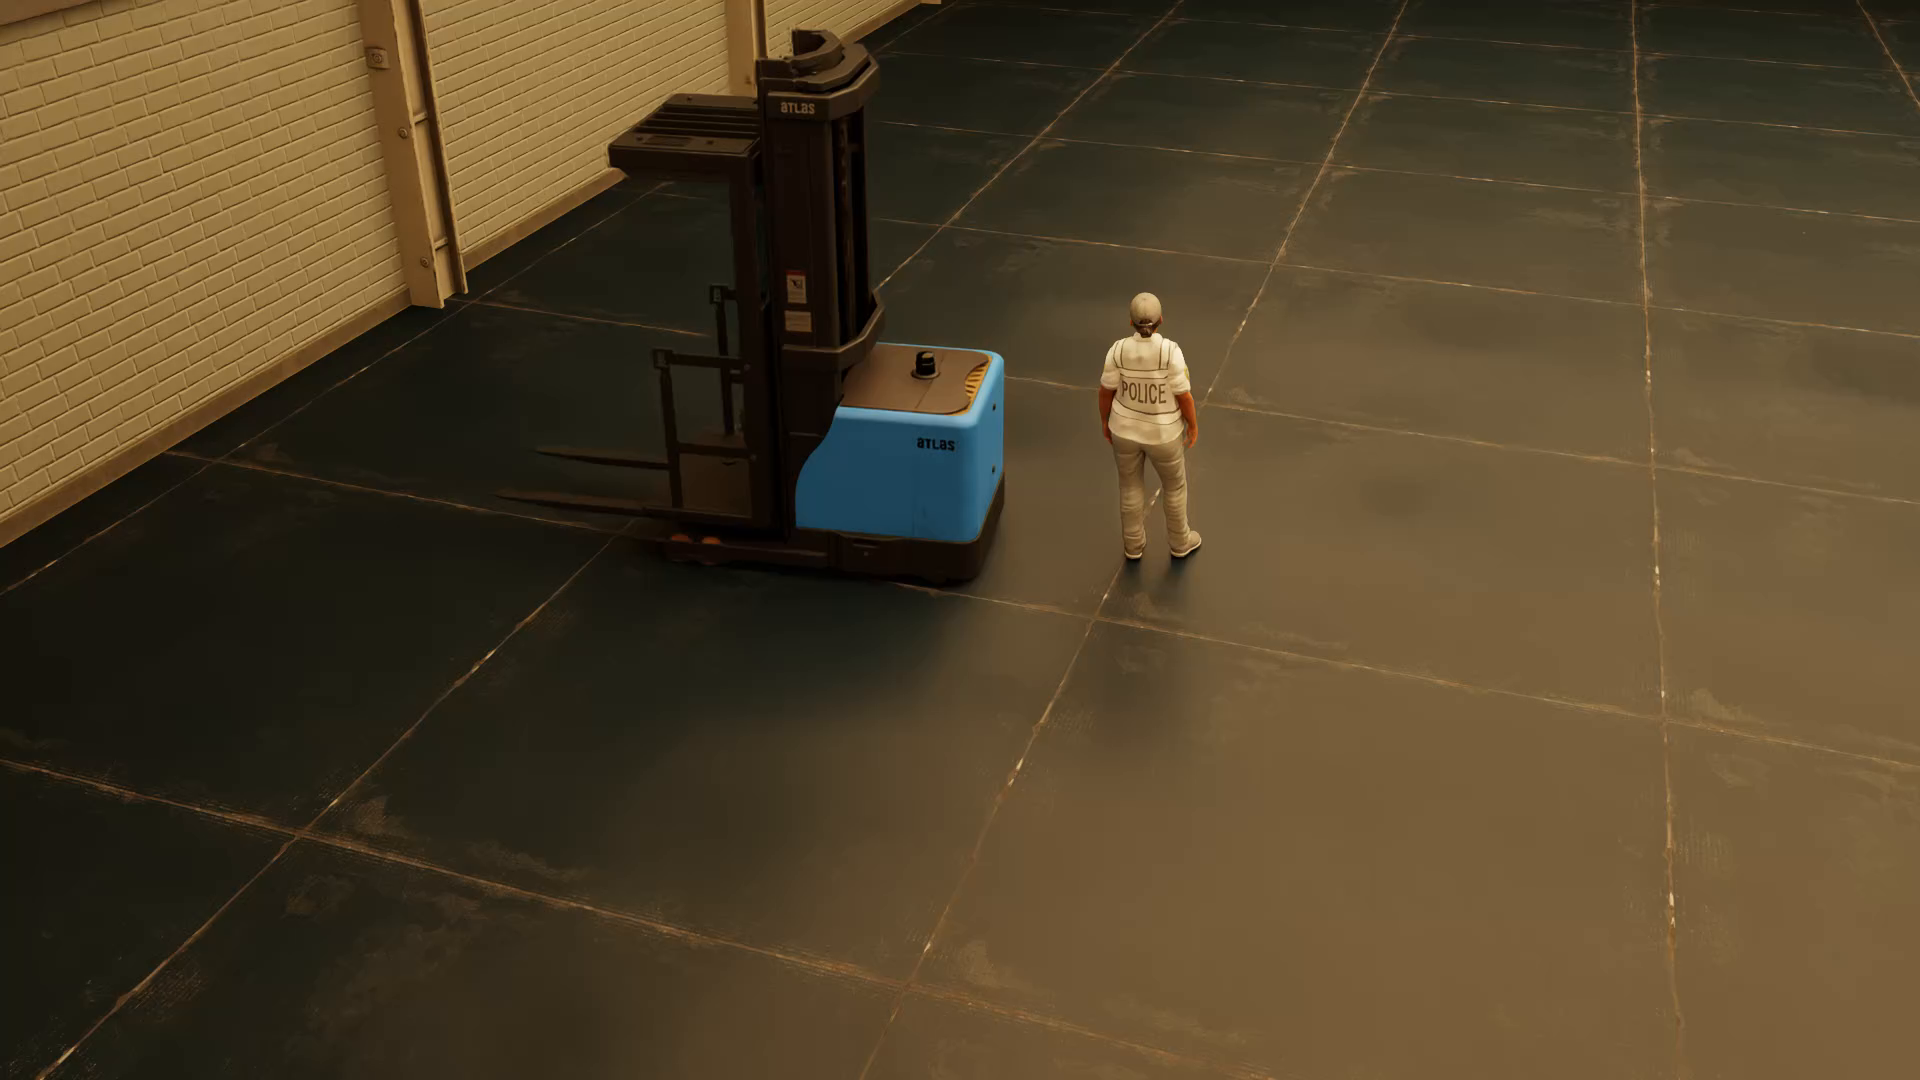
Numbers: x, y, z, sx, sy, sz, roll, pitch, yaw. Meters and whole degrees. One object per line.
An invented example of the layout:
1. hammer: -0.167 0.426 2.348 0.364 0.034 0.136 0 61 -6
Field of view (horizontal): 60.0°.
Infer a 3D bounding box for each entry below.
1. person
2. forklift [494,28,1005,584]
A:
1. person: 1.110 -0.658 9.553 0.599 1.670 0.529 10 31 16
2. forklift: -1.293 -1.373 9.544 3.031 2.935 1.130 6 30 10
